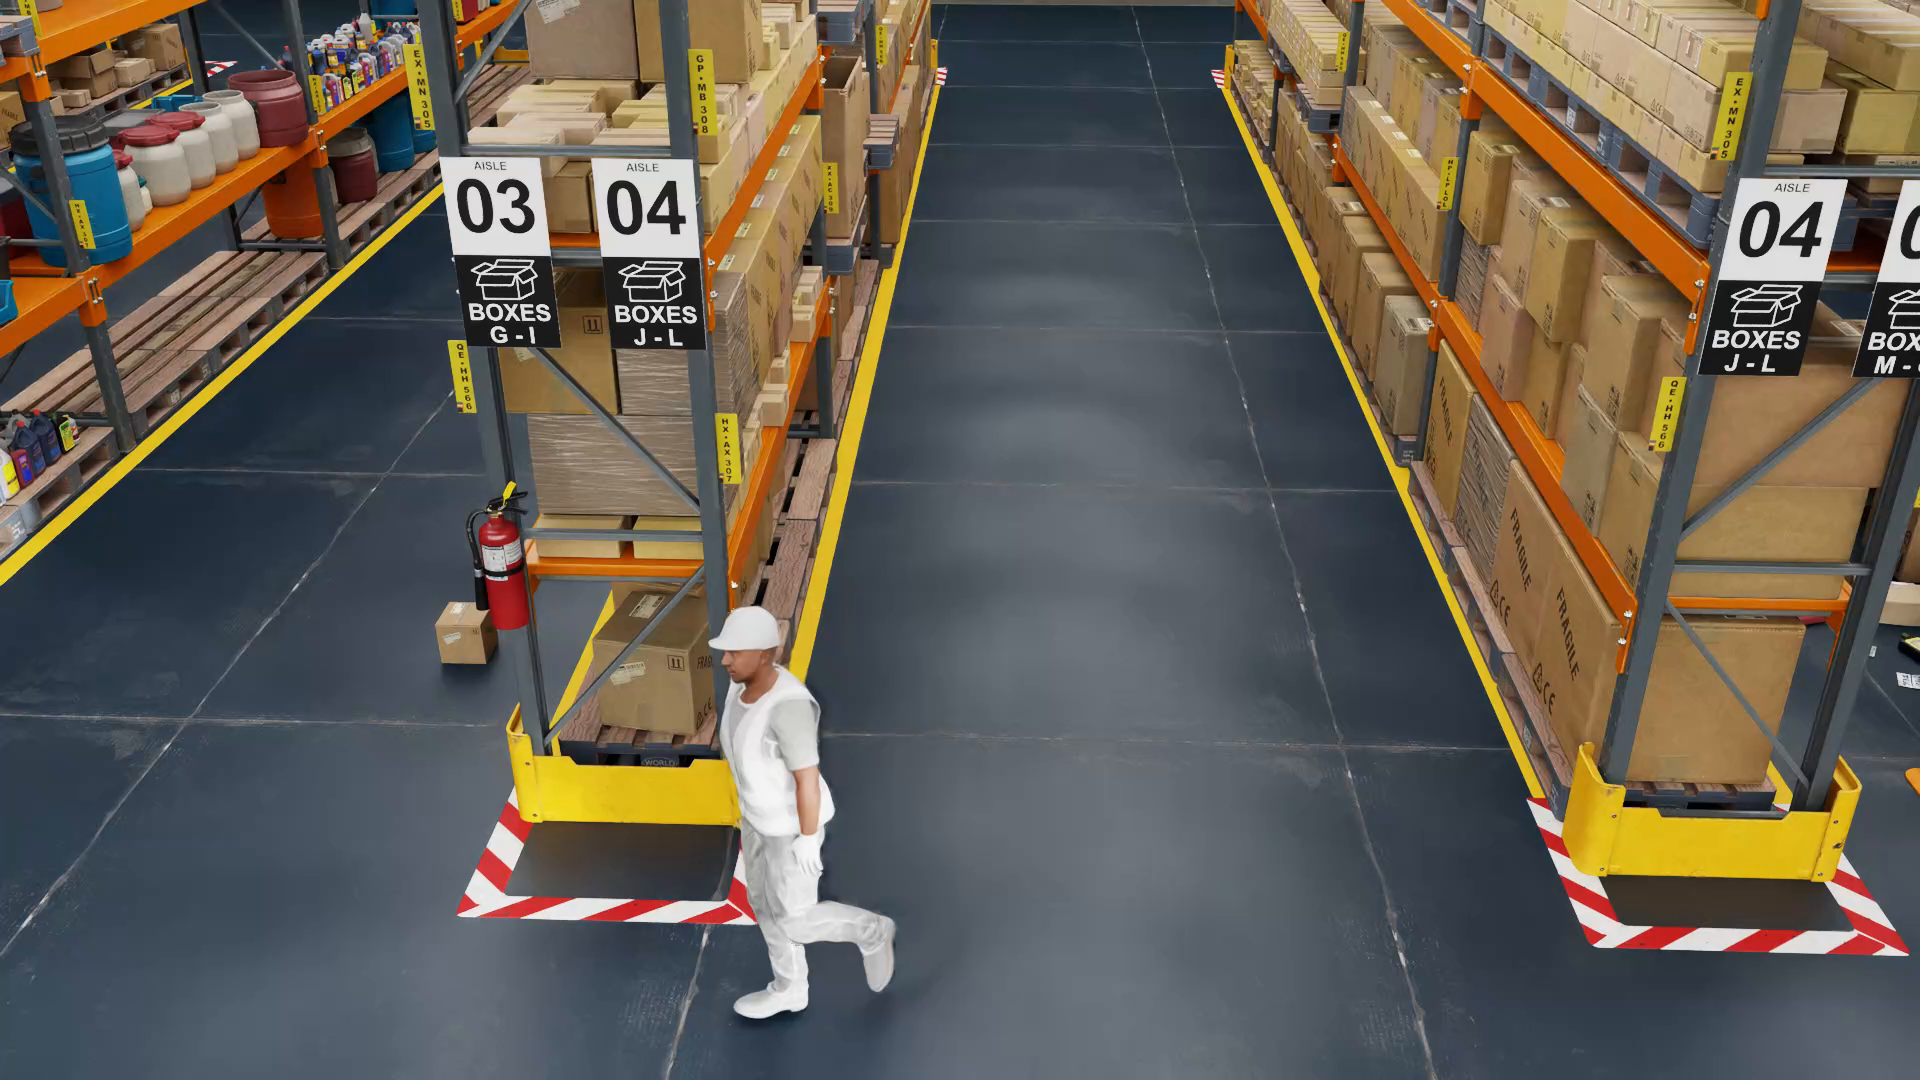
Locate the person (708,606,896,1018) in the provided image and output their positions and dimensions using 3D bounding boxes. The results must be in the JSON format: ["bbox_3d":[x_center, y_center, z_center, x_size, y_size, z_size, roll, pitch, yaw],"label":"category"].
[{"bbox_3d":[-0.652,1.061,6.572,0.683,1.755,0.611,-15,31,-25],"label":"person"}]
